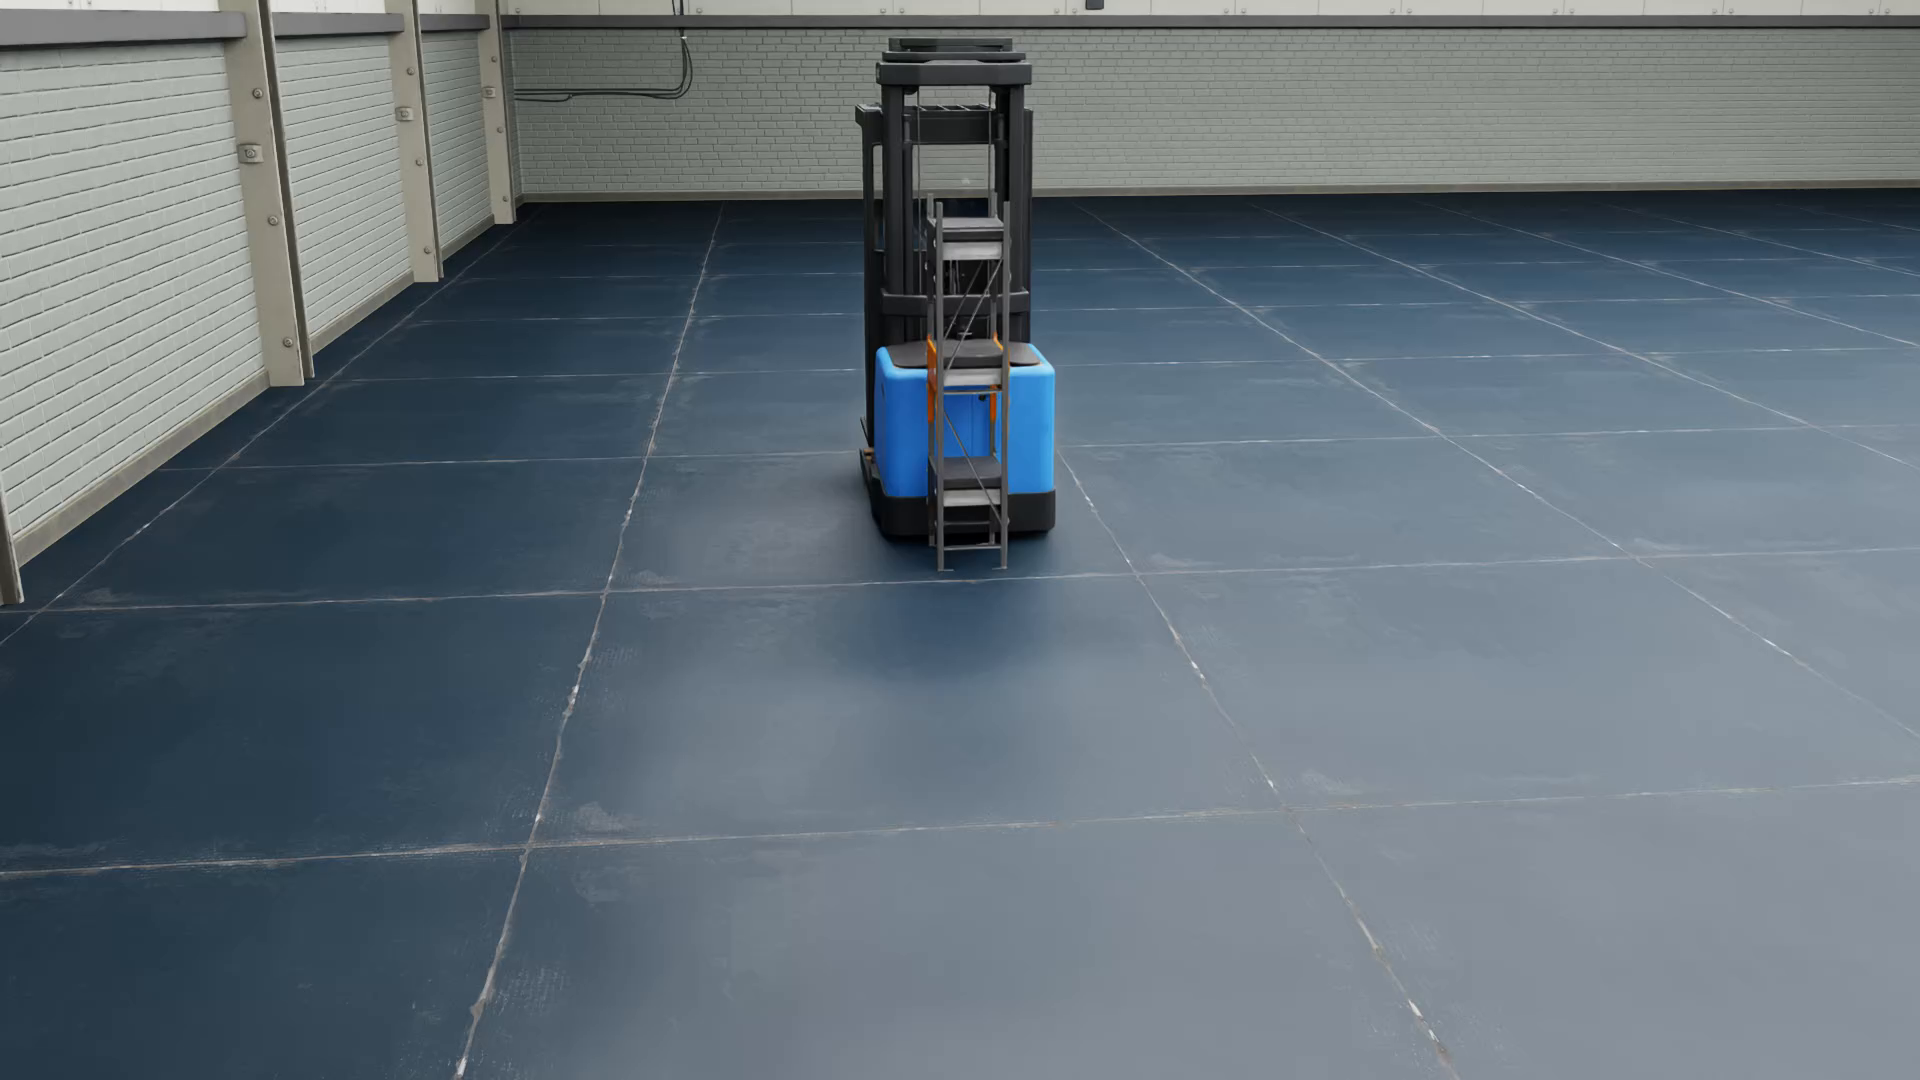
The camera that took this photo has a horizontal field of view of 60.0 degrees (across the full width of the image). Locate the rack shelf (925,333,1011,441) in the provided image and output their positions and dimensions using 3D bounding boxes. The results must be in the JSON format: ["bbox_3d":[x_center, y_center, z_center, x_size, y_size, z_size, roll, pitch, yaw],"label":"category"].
[{"bbox_3d":[0.041,-0.881,9.525,0.431,0.518,0.480,-2,18,-7],"label":"rack shelf"}]

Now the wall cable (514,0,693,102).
[{"bbox_3d":[-6.112,-8.701,28.051,3.097,2.526,0.112,-2,18,-6],"label":"wall cable"}]

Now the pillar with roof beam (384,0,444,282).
[{"bbox_3d":[-2.222,-7.609,19.390,9.100,9.000,0.400,-2,18,-6],"label":"pillar with roof beam"}]

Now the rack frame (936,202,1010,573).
[{"bbox_3d":[0.071,-0.822,9.290,0.400,2.100,0.015,-2,18,-7],"label":"rack frame"}]

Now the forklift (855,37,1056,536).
[{"bbox_3d":[-0.110,-1.821,11.084,1.130,2.935,3.031,-2,18,-7],"label":"forklift"}]

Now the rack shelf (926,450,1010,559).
[{"bbox_3d":[0.041,-0.214,9.735,0.431,0.518,0.480,-2,18,-7],"label":"rack shelf"}]

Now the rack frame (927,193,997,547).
[{"bbox_3d":[0.012,-0.967,9.752,0.400,2.100,0.015,-2,18,-7],"label":"rack frame"}]

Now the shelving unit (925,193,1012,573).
[{"bbox_3d":[0.041,-0.894,9.521,0.431,2.100,0.503,-2,18,-7],"label":"shelving unit"}]

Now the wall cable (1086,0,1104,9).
[{"bbox_3d":[3.333,-12.093,27.996,2.305,6.003,0.169,-2,18,-6],"label":"wall cable"}]

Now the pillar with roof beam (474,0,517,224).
[{"bbox_3d":[-2.841,-9.396,25.084,9.100,9.000,0.400,-2,18,-6],"label":"pillar with roof beam"}]

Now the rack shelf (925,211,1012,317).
[{"bbox_3d":[0.041,-1.549,9.315,0.431,0.518,0.480,-2,18,-7],"label":"rack shelf"}]

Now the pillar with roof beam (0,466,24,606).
[{"bbox_3d":[-0.984,-4.034,8.002,9.100,9.000,0.400,-2,18,-6],"label":"pillar with roof beam"}]

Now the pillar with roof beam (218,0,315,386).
[{"bbox_3d":[-1.603,-5.821,13.696,9.100,9.000,0.400,-2,18,-6],"label":"pillar with roof beam"}]
